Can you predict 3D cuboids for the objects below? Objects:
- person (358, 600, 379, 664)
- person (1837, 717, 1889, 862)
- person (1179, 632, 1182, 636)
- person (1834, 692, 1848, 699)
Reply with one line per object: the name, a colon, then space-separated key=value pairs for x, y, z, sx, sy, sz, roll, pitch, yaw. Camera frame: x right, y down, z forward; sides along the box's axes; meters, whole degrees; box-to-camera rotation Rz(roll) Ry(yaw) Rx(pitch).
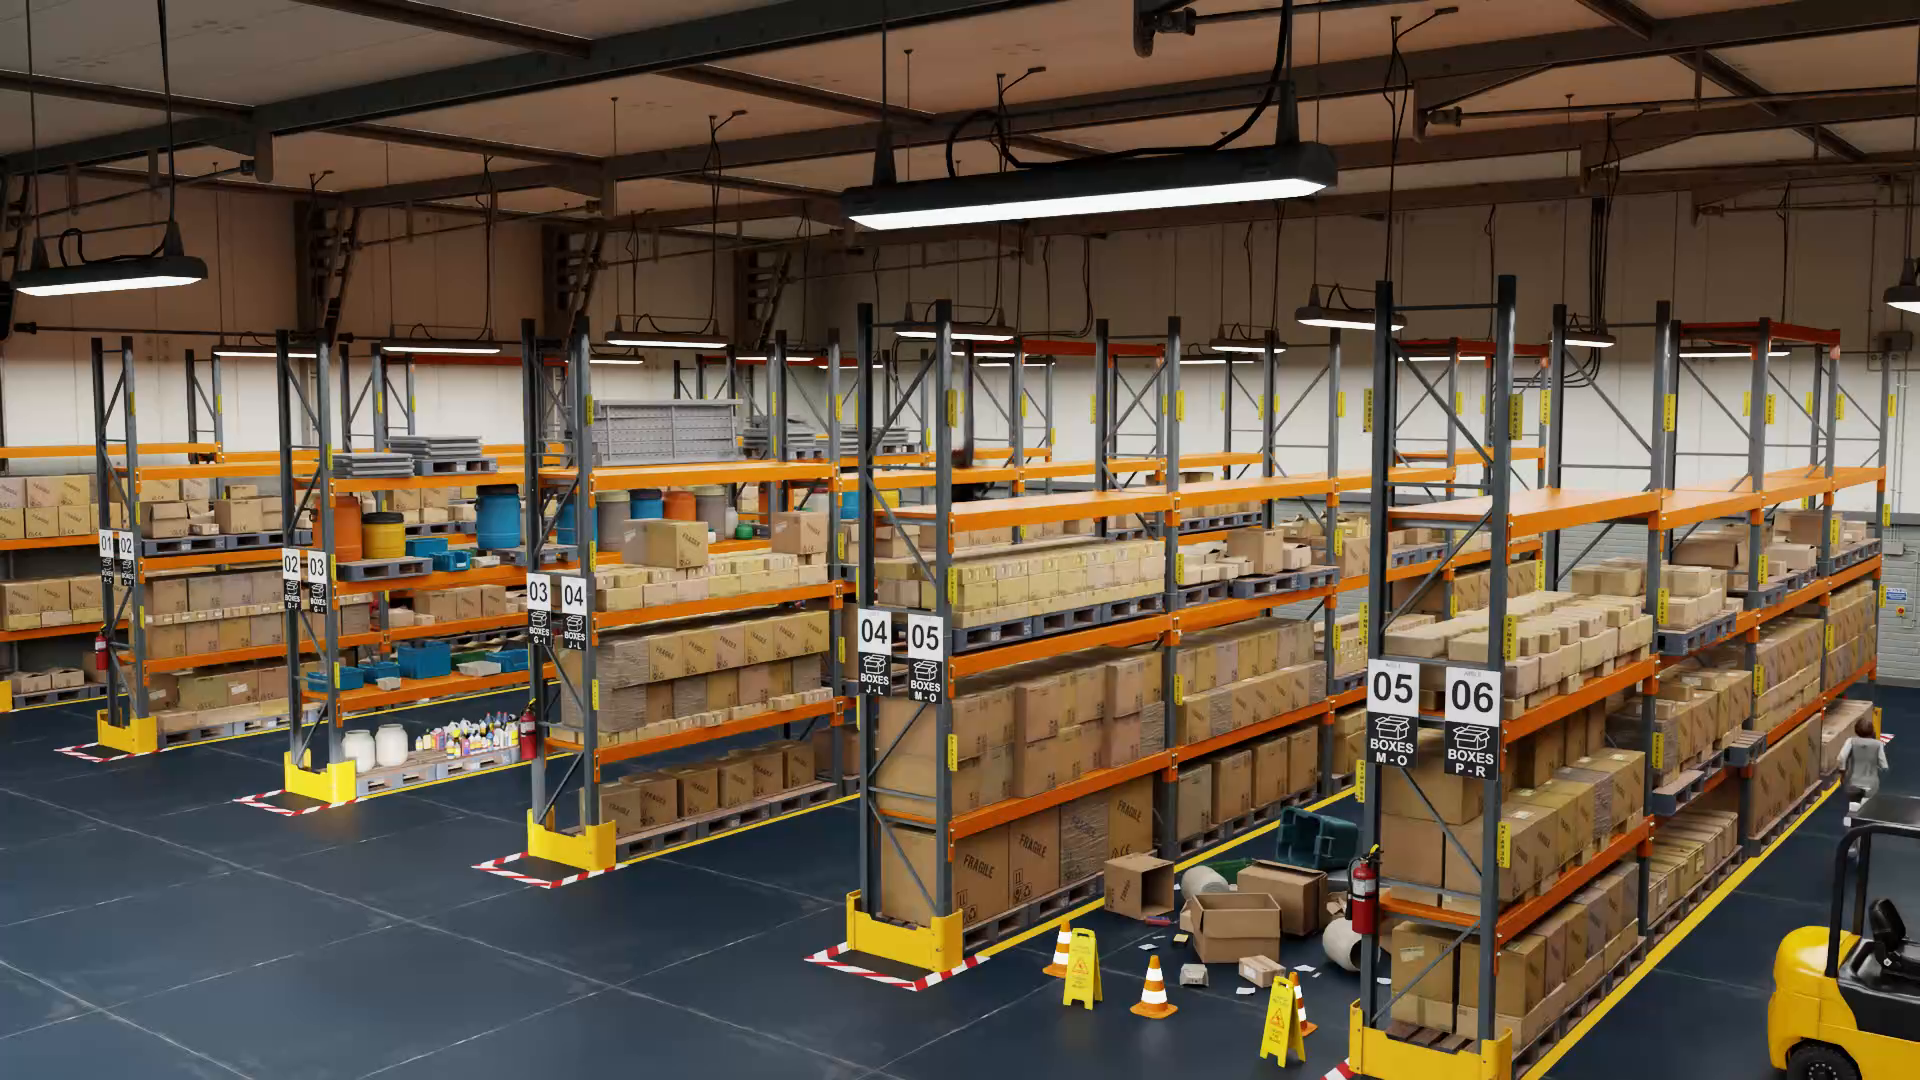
person: x=-10.685 y=1.700 z=29.929 sx=0.608 sy=1.767 sz=0.909 roll=3 pitch=6 yaw=34
person: x=9.945 y=2.775 z=18.341 sx=0.499 sy=1.632 sz=0.809 roll=3 pitch=6 yaw=31
person: x=3.124 y=2.191 z=24.000 sx=0.723 sy=1.795 sz=0.864 roll=3 pitch=6 yaw=31
person: x=13.720 y=2.016 z=26.239 sx=0.805 sy=1.828 sz=0.691 roll=4 pitch=6 yaw=37
